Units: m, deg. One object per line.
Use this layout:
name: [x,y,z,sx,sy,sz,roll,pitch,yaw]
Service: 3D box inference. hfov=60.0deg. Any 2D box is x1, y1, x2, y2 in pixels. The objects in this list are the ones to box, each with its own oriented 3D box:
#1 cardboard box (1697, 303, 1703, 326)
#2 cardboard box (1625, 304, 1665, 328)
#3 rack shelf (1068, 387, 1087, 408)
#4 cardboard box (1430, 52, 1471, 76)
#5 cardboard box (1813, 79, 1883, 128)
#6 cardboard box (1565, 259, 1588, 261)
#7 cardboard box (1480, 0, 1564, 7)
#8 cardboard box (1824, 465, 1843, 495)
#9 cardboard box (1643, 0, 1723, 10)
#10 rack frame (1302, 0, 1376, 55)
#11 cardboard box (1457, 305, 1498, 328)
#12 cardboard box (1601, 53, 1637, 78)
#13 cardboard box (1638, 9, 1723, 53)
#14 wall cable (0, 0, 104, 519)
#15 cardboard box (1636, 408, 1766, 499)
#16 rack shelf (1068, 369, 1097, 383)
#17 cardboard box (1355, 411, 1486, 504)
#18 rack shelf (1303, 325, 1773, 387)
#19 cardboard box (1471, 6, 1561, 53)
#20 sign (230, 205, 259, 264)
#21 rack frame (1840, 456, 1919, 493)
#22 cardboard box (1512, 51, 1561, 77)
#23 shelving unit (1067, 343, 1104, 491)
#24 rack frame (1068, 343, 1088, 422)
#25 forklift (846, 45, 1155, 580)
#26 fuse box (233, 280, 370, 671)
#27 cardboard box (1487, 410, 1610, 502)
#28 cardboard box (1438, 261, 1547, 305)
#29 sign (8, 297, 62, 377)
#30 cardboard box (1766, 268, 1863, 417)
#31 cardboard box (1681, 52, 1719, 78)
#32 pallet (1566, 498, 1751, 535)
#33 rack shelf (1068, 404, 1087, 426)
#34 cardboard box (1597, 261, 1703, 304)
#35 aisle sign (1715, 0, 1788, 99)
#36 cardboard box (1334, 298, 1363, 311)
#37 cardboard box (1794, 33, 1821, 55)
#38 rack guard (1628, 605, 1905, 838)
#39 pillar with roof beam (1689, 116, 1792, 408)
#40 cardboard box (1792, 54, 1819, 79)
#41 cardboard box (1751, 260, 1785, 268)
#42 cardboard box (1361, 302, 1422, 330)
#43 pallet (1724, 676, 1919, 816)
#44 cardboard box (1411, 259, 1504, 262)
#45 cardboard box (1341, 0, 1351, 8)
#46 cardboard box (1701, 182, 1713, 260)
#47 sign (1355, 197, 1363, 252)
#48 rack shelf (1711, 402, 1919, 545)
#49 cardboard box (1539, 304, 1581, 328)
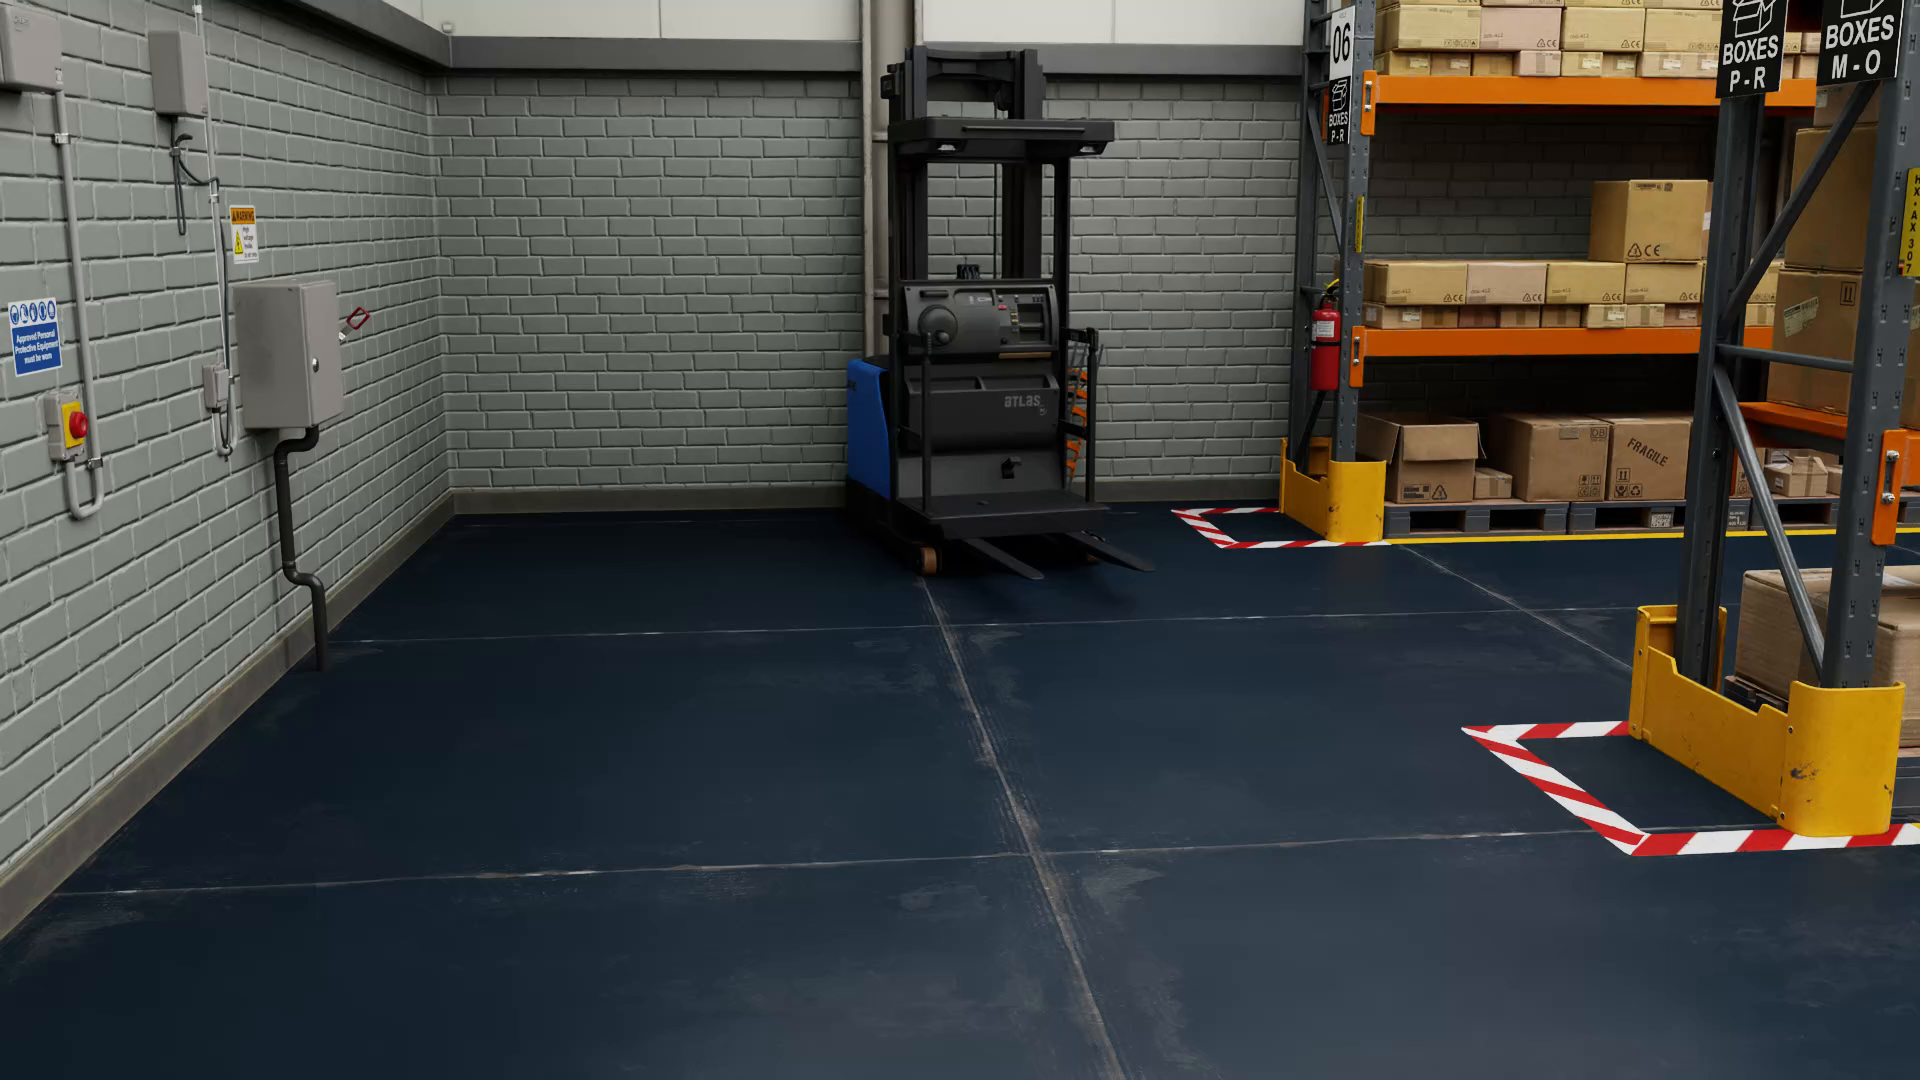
cardboard box: [4.720,-1.458,10.658,0.250,0.149,0.380,-1,11,-5]
cardboard box: [4.230,-1.425,10.491,0.250,0.149,0.380,-1,11,-5]
rack shelf: [0.742,-0.977,11.308,0.258,0.103,0.180,9,-7,39]
cardboard box: [2.928,-2.888,10.159,0.250,0.149,0.380,-1,11,-5]
cardboard box: [3.203,-1.519,5.787,0.250,0.149,0.380,-1,11,-5]
cardboard box: [4.282,-1.731,11.014,0.500,0.250,0.500,-1,11,-6]
cardboard box: [3.304,-3.325,10.049,0.500,0.250,0.500,-1,11,-6]
cardboard box: [5.783,-0.390,10.877,0.250,0.149,0.380,-2,11,-8]
cardboard box: [4.308,-3.350,10.180,0.500,0.250,0.500,-1,11,-5]
rack frame: [2.328,-4.511,9.985,0.127,3.000,1.000,-1,11,-6]
cardboard box: [3.190,-1.424,10.489,0.250,0.149,0.380,-1,11,-7]
cardboard box: [3.943,-2.900,10.217,0.250,0.149,0.380,-1,11,-7]
cardboard box: [4.324,-3.106,10.234,0.500,0.250,0.500,-1,11,-7]
wall cable: [-2.735,-1.007,5.001,0.123,1.953,0.585,-1,11,-6]
cardboard box: [4.833,-0.573,10.899,0.500,0.500,0.700,-2,11,-8]
rack shelf: [0.770,-1.093,11.319,0.258,0.103,0.180,9,-7,39]
cardboard box: [2.947,-0.543,10.736,0.637,0.503,0.797,-2,11,-8]
rack shelf: [4.317,-1.256,10.845,4.000,0.370,1.077,-1,11,-6]
cardboard box: [3.302,-3.083,10.114,0.500,0.250,0.500,-1,11,-5]
sign: [-3.017,-1.290,7.011,0.001,0.242,0.339,-1,11,-6]
rack frame: [6.305,-1.651,10.988,0.127,3.000,1.000,-1,11,-6]
cardboard box: [3.444,-2.876,10.095,0.250,0.149,0.380,-1,11,-5]
shelving unit: [0.696,-0.787,11.291,0.258,1.200,0.189,9,-7,39]
rack frame: [0.641,-0.807,11.220,0.240,1.200,0.006,9,-7,39]
forklift: [0.198,-1.323,9.501,1.130,2.935,3.031,-4,12,-18]
fuse box: [-2.817,-0.267,7.291,0.414,1.711,0.539,-1,11,-6]
cardboard box: [3.801,-0.552,10.789,0.500,0.500,0.700,-1,11,-4]
cardboard box: [3.310,-1.608,10.388,0.500,0.250,0.500,-1,11,-5]
sign: [-2.791,-0.615,5.022,0.001,0.218,0.327,-1,11,-6]
cardboard box: [3.319,-0.725,6.022,0.500,0.500,0.500,-1,11,-6]
cardboard box: [4.452,-2.897,10.204,0.250,0.149,0.380,-1,11,-5]
pallet: [4.406,-0.242,11.052,1.213,0.211,1.003,-1,11,-6]
rack shelf: [0.714,-0.861,11.297,0.258,0.103,0.180,9,-7,39]
cardboard box: [4.319,-1.634,10.520,0.500,0.250,0.500,-1,11,-8]
aisle sign: [2.763,-1.949,5.766,0.004,0.787,0.394,-1,11,-6]
cardboard box: [2.629,-1.502,10.885,0.250,0.149,0.380,-1,11,-7]
cardboard box: [5.337,-3.124,10.323,0.500,0.250,0.500,-2,11,-8]
rack guard: [2.844,0.612,5.961,0.348,0.500,1.175,-1,11,-6]
pillar with roof beam: [5.980,-3.927,7.015,0.400,9.000,9.100,-1,11,-6]
cardboard box: [5.223,-2.922,10.332,0.250,0.149,0.380,-1,11,-6]
cardboard box: [5.329,-1.652,10.614,0.500,0.250,0.500,-1,11,-6]
cardboard box: [2.685,-1.398,10.355,0.250,0.149,0.380,-1,11,-7]
pallet: [3.655,0.721,6.152,1.213,0.211,1.003,-1,11,-6]
cardboard box: [3.270,-1.711,10.911,0.500,0.250,0.500,-1,11,-6]
cardboard box: [2.740,-3.419,10.531,0.500,0.250,0.500,-2,11,-8]
cardboard box: [4.796,-2.111,11.003,0.500,0.500,0.500,-2,11,-8]
sign: [2.387,-1.888,9.951,0.005,0.325,0.100,-1,11,-6]
rack shelf: [4.856,-0.304,6.003,4.000,0.370,1.077,-1,11,-6]
cardboard box: [3.711,-1.425,10.490,0.250,0.149,0.380,-1,11,-5]
